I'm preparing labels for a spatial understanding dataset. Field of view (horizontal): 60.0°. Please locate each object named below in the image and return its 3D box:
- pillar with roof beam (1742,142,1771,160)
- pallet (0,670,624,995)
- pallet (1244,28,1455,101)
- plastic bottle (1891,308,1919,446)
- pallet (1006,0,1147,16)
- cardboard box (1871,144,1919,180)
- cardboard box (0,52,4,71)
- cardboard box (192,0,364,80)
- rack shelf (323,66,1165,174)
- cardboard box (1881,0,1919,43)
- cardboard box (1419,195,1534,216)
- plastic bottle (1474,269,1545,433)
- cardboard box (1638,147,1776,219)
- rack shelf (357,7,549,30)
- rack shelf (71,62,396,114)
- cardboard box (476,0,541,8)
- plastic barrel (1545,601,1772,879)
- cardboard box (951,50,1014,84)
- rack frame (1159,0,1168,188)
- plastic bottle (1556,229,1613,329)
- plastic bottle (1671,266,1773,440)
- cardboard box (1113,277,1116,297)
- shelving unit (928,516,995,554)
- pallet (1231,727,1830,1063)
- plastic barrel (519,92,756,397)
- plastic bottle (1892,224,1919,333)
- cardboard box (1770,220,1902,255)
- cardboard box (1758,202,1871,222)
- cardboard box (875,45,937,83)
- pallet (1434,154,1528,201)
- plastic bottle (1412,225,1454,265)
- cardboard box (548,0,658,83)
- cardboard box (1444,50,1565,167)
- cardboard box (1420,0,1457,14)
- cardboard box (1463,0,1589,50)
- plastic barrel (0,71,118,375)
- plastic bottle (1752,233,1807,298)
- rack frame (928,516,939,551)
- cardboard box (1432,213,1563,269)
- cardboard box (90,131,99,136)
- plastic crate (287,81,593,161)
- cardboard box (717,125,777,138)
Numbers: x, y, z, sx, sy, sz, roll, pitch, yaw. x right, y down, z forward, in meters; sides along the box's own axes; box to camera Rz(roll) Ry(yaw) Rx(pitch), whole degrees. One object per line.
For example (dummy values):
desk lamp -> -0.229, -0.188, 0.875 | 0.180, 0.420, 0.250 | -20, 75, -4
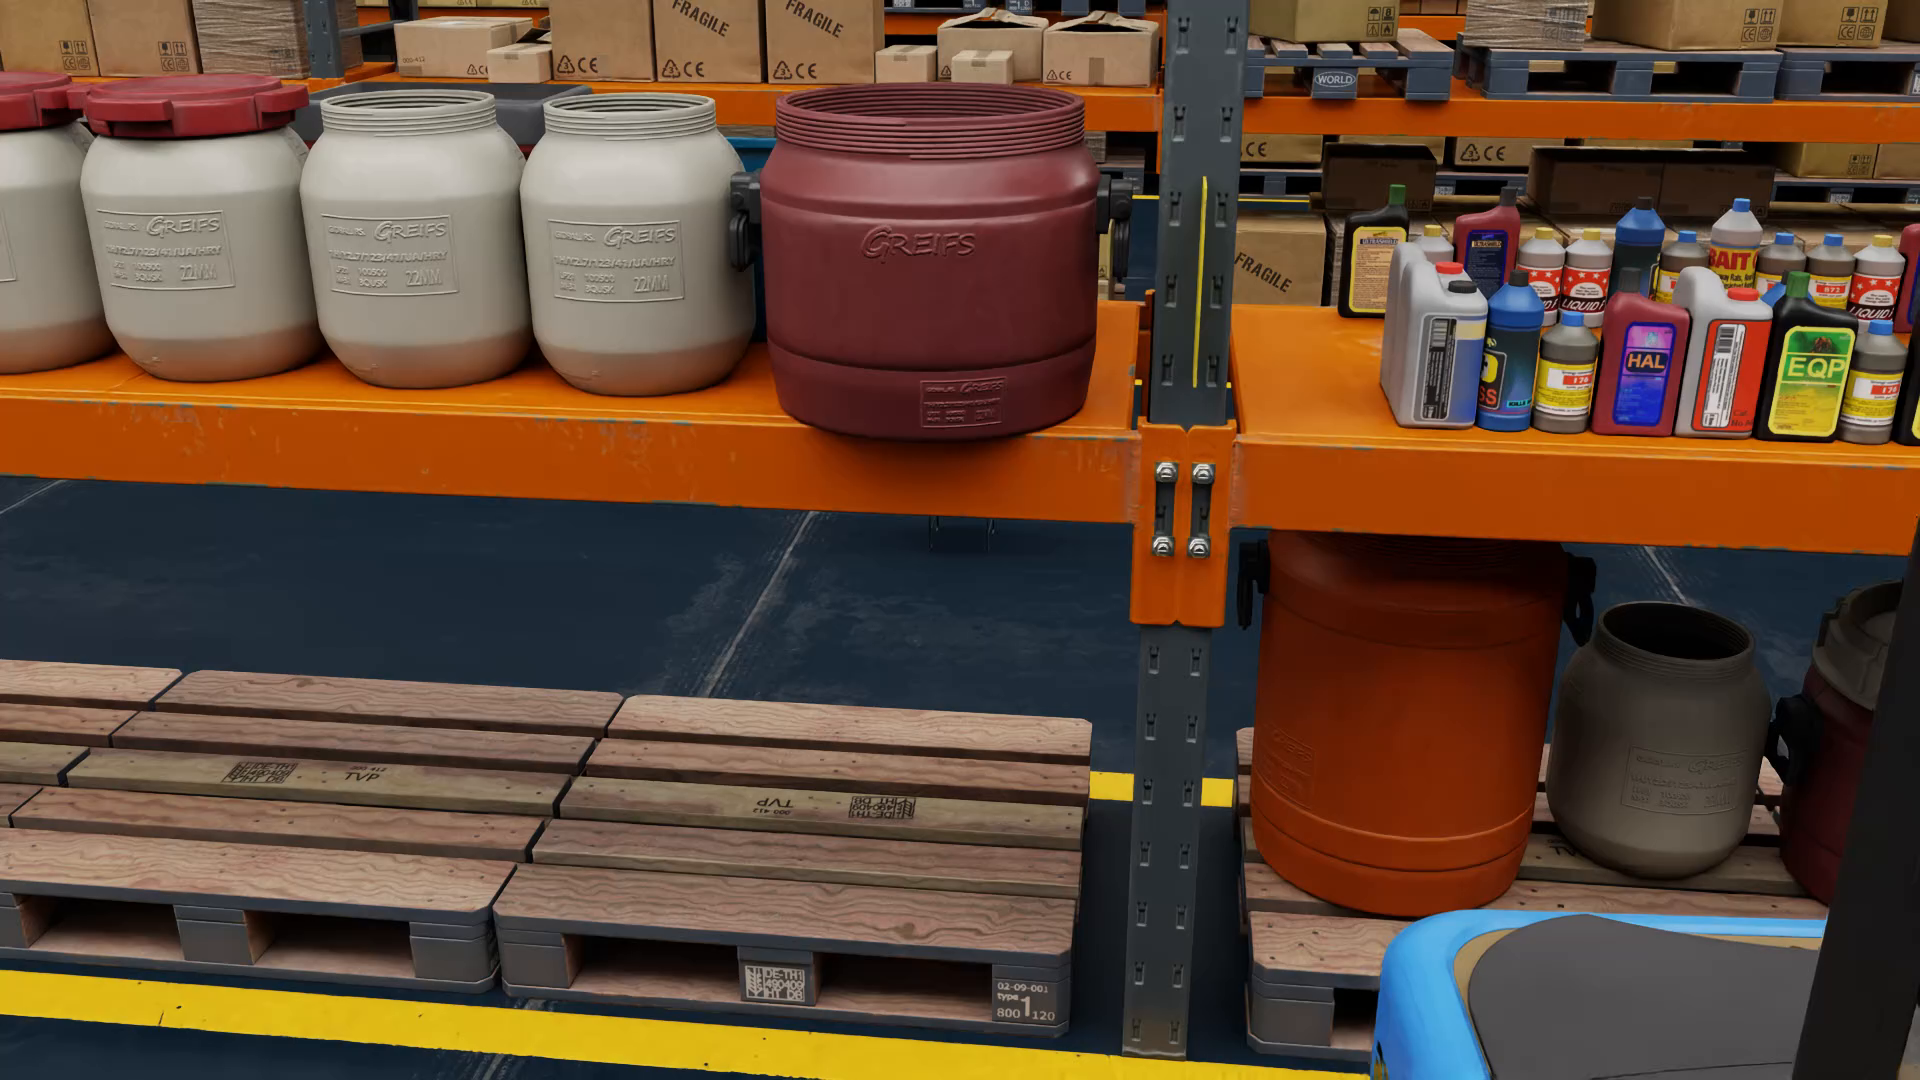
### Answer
pillar with roof beam -> 5.874, -5.489, 7.583 | 0.400, 9.000, 9.100 | 2, 22, 6
pallet -> -1.528, 0.654, 3.997 | 1.213, 0.211, 1.003 | 2, 22, 6
pallet -> 1.713, -2.256, 7.828 | 1.003, 0.211, 1.213 | 2, 22, 6
plastic bottle -> 1.653, -0.297, 2.771 | 0.133, 0.283, 0.061 | 2, 22, 6
pallet -> 0.891, -4.061, 12.392 | 1.003, 0.211, 1.213 | 2, 22, 6
cardboard box -> 6.812, -2.925, 12.087 | 0.500, 0.500, 0.700 | 2, 22, 6
cardboard box -> -4.913, -2.651, 8.430 | 0.500, 0.500, 0.700 | 3, 22, 8
cardboard box -> -3.382, -2.586, 8.264 | 0.500, 0.500, 0.700 | 2, 22, 5
rack shelf -> -0.954, -2.101, 8.153 | 4.000, 0.370, 1.077 | 2, 22, 6
cardboard box -> 4.560, -2.520, 7.527 | 0.500, 0.500, 0.700 | -5, 22, -12
cardboard box -> 2.502, -1.414, 8.238 | 0.500, 0.500, 0.500 | 2, 22, 4
plastic bottle -> 0.949, -0.329, 2.868 | 0.097, 0.271, 0.097 | 0, 22, 0
cardboard box -> 3.559, -1.720, 7.993 | 0.500, 0.250, 0.500 | 3, 22, 6
rack shelf -> -4.347, -4.083, 13.166 | 4.000, 0.370, 1.077 | 2, 22, 6
rack shelf -> -4.926, -2.274, 8.591 | 4.000, 0.370, 1.077 | 2, 22, 6
cardboard box -> -3.361, -4.205, 12.673 | 0.500, 0.250, 0.500 | 3, 22, 7
plastic barrel -> 1.504, 0.427, 3.591 | 0.421, 0.512, 0.421 | 0, 22, 0
cardboard box -> 0.106, -2.170, 7.692 | 0.250, 0.149, 0.380 | 2, 22, 6
rack frame -> 1.611, -4.158, 12.377 | 0.127, 3.000, 1.000 | 2, 22, 6
plastic bottle -> 1.335, -0.561, 3.549 | 0.097, 0.201, 0.097 | 0, 22, 0
plastic bottle -> 1.296, -0.326, 2.855 | 0.135, 0.276, 0.152 | 2, 22, 6
cardboard box -> 0.546, -1.396, 8.559 | 0.500, 0.250, 0.500 | 2, 22, 6
shelving unit -> 0.008, -0.418, 5.773 | 0.210, 0.900, 0.258 | 2, 22, 6
pallet -> 1.233, 0.775, 3.693 | 1.213, 0.211, 1.003 | 2, 22, 6
plastic barrel -> -0.601, -0.559, 3.123 | 0.421, 0.512, 0.421 | 0, 22, 0
plastic bottle -> 2.032, -0.575, 3.474 | 0.133, 0.283, 0.061 | 2, 22, 6
cardboard box -> 3.990, -1.159, 7.594 | 0.500, 0.500, 0.500 | 3, 22, 6
cardboard box -> 4.021, -1.347, 8.069 | 0.500, 0.500, 0.500 | 3, 22, 7
cardboard box -> -0.241, -2.267, 7.936 | 0.250, 0.149, 0.380 | 4, 22, 10
pallet -> 3.593, -2.746, 12.598 | 1.213, 0.211, 1.003 | 2, 22, 6
plastic bottle -> 1.010, -0.575, 3.585 | 0.097, 0.201, 0.097 | 0, 22, 0
cardboard box -> -1.656, -2.507, 8.065 | 0.500, 0.500, 0.500 | 4, 22, 10
cardboard box -> 4.040, -3.199, 12.303 | 0.750, 0.750, 0.750 | 3, 22, 8
cardboard box -> 3.435, -3.889, 12.012 | 0.250, 0.149, 0.380 | 3, 22, 7
cardboard box -> 2.556, -2.496, 7.465 | 0.500, 0.500, 0.700 | 7, 23, 16
plastic barrel -> -1.874, -0.624, 3.253 | 0.433, 0.535, 0.433 | 0, 22, 0
plastic bottle -> 1.722, -0.544, 3.506 | 0.097, 0.201, 0.097 | 0, 22, 0
rack frame -> -0.093, -0.423, 5.785 | 0.006, 0.900, 0.240 | 2, 22, 6
cardboard box -> 2.468, -1.223, 7.756 | 0.500, 0.500, 0.500 | 2, 22, 6
cardboard box -> -4.357, -1.965, 8.980 | 0.500, 0.500, 0.500 | 2, 22, 6
plastic crate -> -1.123, -0.752, 3.676 | 0.583, 0.464, 0.402 | 2, 22, 6
cardboard box -> -1.628, -3.347, 13.129 | 0.500, 0.500, 0.700 | 3, 22, 8
